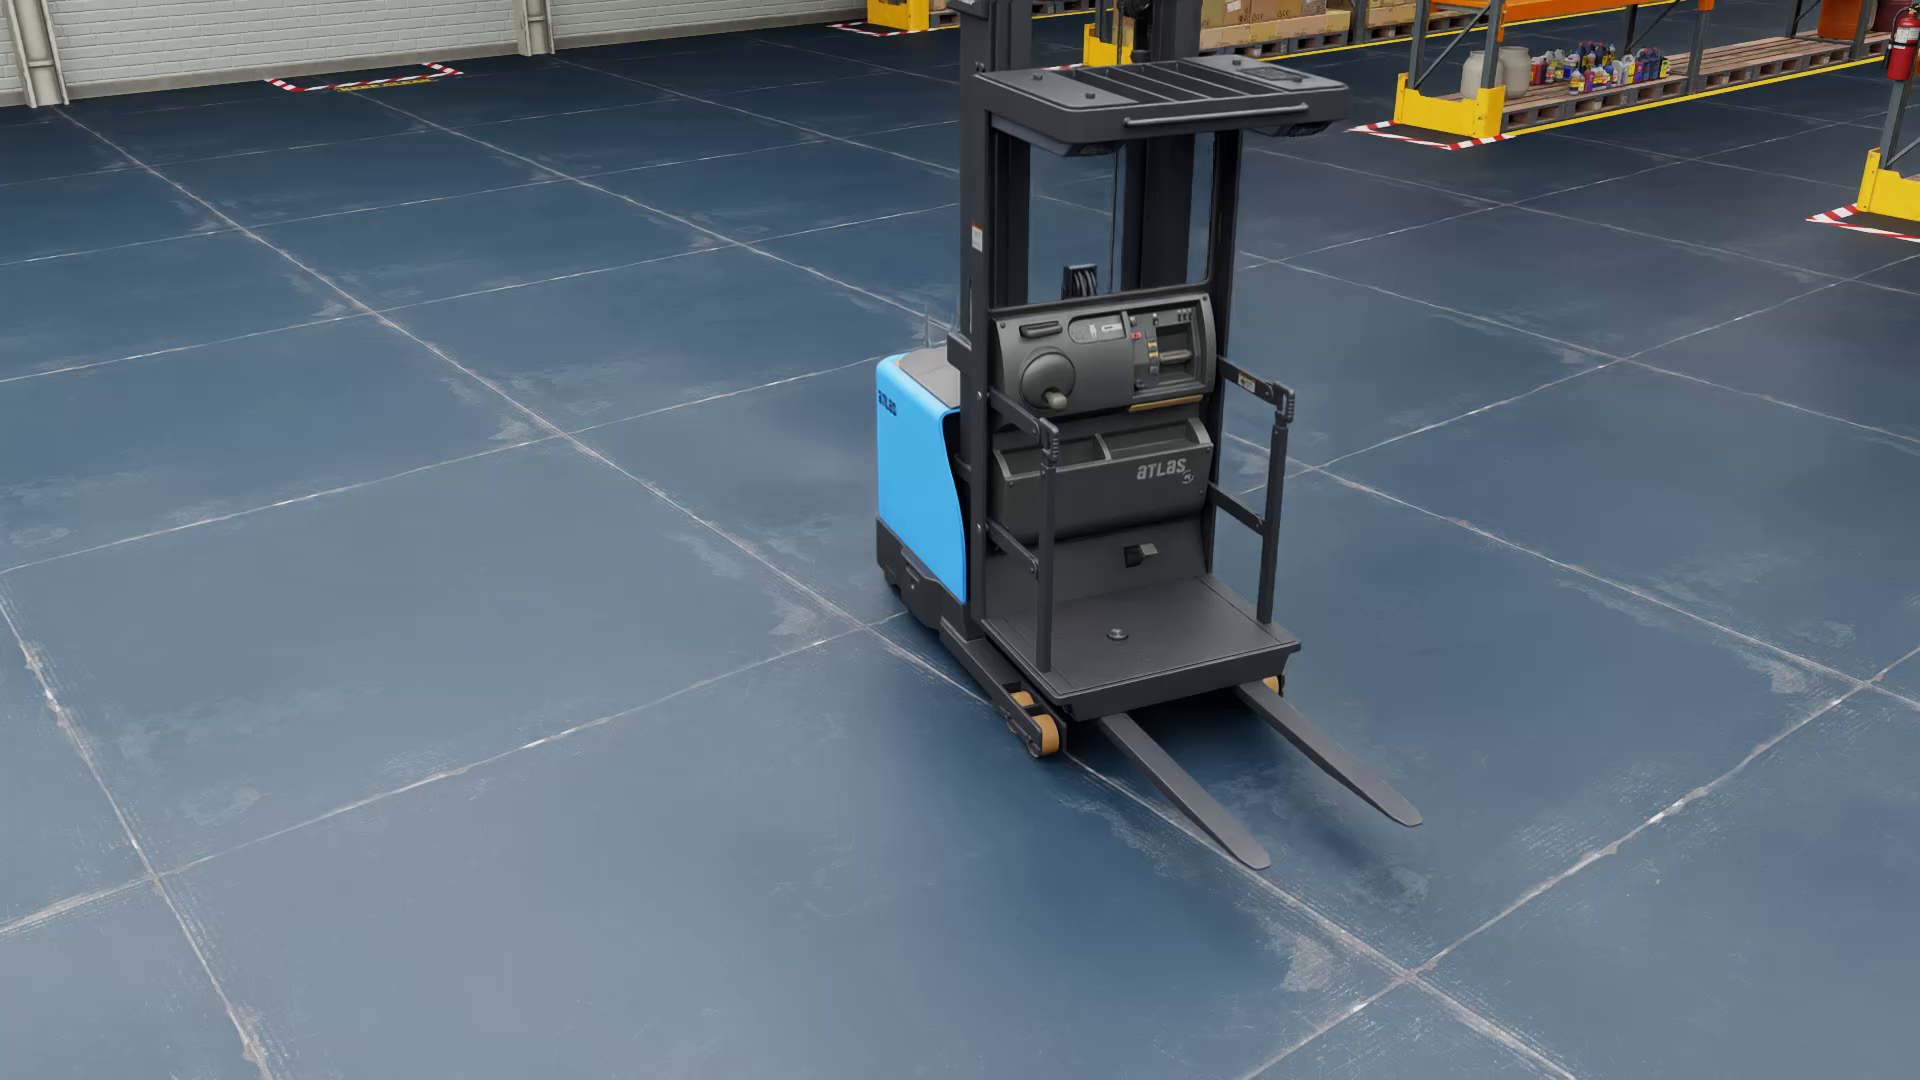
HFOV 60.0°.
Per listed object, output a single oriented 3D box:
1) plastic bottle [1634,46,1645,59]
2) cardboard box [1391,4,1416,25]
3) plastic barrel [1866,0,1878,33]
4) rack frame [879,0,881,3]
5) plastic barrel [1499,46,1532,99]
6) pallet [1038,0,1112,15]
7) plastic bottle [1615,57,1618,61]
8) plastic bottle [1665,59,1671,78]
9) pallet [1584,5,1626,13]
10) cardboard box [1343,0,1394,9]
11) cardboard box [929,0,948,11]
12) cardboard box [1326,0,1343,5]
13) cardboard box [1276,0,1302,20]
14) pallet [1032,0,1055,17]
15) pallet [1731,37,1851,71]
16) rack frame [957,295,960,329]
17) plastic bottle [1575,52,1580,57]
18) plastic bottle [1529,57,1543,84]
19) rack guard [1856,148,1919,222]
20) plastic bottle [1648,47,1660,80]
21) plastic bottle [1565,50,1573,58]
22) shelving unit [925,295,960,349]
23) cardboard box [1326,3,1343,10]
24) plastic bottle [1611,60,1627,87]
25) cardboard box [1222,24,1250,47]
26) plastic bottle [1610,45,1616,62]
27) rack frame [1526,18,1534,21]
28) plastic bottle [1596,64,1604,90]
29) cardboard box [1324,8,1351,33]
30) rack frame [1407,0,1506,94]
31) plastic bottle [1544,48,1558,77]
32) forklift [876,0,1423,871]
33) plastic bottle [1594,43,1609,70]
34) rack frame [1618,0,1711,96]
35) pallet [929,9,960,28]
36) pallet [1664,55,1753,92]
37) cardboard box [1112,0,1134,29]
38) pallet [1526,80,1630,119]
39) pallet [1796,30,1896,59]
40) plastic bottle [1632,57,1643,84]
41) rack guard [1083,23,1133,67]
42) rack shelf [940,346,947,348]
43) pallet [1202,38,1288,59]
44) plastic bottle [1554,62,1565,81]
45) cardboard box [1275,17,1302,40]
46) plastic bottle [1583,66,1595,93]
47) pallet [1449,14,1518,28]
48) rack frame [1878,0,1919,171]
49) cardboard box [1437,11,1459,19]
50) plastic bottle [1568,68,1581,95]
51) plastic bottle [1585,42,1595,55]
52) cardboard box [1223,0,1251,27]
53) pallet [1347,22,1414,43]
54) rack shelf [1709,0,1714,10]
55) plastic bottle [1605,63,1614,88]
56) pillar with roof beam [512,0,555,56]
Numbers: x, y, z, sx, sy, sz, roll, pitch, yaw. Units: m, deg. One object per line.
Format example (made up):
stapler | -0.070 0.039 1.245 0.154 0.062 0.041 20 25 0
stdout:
plastic bottle | 7.861 -5.526 19.218 0.185 0.351 0.144 -18 31 -34
cardboard box | 6.099 -7.483 23.578 0.500 0.250 0.500 -17 30 -33
plastic barrel | 12.190 -7.153 22.556 0.421 0.512 0.421 0 25 0
rack frame | -0.982 -8.986 24.049 0.127 3.000 1.000 -18 31 -34
plastic barrel | 5.997 -5.092 18.116 0.421 0.512 0.421 0 25 0
pallet | 1.659 -8.574 26.474 1.213 0.211 1.003 -18 31 -34
plastic bottle | 7.461 -5.341 18.900 0.133 0.283 0.061 -18 31 -34
plastic bottle | 8.186 -5.476 19.287 0.097 0.201 0.097 0 25 0
pallet | 9.943 -8.656 26.650 1.213 0.211 1.003 -18 31 -34
cardboard box | 5.704 -7.607 23.180 0.500 0.311 0.500 -18 30 -34
cardboard box | -0.382 -8.116 24.845 0.500 0.311 0.500 -23 33 -40
cardboard box | 5.367 -7.783 23.558 0.500 0.311 0.500 -18 31 -34
cardboard box | 4.204 -7.218 22.117 0.500 0.500 0.500 -18 31 -34
pallet | 0.698 -8.255 25.787 1.213 0.211 1.003 -18 31 -34
pallet | 10.793 -6.329 21.636 1.213 0.211 1.003 -18 31 -34
rack frame | 0.055 -0.577 8.067 0.006 1.200 0.240 -16 29 -31
plastic bottle | 7.147 -5.533 19.328 0.097 0.271 0.097 0 25 0
plastic bottle | 6.521 -5.347 18.920 0.135 0.276 0.152 -18 30 -34
rack guard | 8.247 -2.949 14.011 0.348 0.500 1.175 -18 31 -34
plastic bottle | 7.950 -5.478 19.115 0.185 0.351 0.144 -19 31 -35
plastic bottle | 7.084 -5.560 19.371 0.133 0.283 0.061 -17 30 -32
shelving unit | -0.020 -0.555 8.020 0.189 1.200 0.258 -16 29 -31
cardboard box | 5.373 -7.532 23.683 0.500 0.250 0.500 -19 31 -35
plastic bottle | 7.415 -5.270 18.754 0.135 0.276 0.152 -18 30 -33
cardboard box | 3.422 -6.616 21.709 0.500 0.250 0.500 -18 31 -34
plastic bottle | 7.758 -5.768 19.832 0.097 0.271 0.097 0 25 0
rack frame | 8.373 -9.424 24.993 0.127 3.000 1.000 -18 31 -34
plastic bottle | 7.099 -5.149 18.499 0.097 0.271 0.097 0 25 0
cardboard box | 4.995 -7.135 22.829 0.500 0.250 0.500 -18 31 -34
rack frame | 5.131 -5.704 16.977 0.127 3.000 1.000 -18 31 -34
plastic bottle | 6.758 -5.461 19.078 0.185 0.351 0.144 -17 30 -32
forklift | 0.662 -0.695 6.265 1.130 2.935 3.031 -10 27 -21
plastic bottle | 7.477 -5.621 19.423 0.185 0.351 0.144 -18 31 -34
rack frame | 8.279 -6.743 19.216 0.127 3.000 1.000 -18 31 -34
pallet | -0.261 -7.940 25.108 1.213 0.211 1.003 -18 31 -34
pallet | 8.873 -5.695 20.270 1.213 0.211 1.003 -18 31 -34
cardboard box | 2.316 -6.867 21.360 0.500 0.500 0.500 -18 31 -34
pallet | 6.764 -4.999 18.770 1.213 0.211 1.003 -18 31 -34
pallet | 12.021 -6.736 22.513 1.213 0.211 1.003 -18 31 -34
plastic bottle | 7.697 -5.342 18.901 0.133 0.283 0.061 -16 29 -31
rack guard | 2.059 -6.206 21.028 0.348 0.500 1.175 -18 31 -34
rack shelf | -0.020 -0.841 7.887 0.180 0.103 0.258 -16 29 -31
pallet | 3.613 -6.609 22.239 1.213 0.211 1.003 -18 31 -34
plastic bottle | 6.867 -5.365 19.048 0.097 0.201 0.097 0 25 0
cardboard box | 4.211 -6.874 22.266 0.500 0.250 0.500 -18 31 -34
plastic bottle | 6.940 -5.092 18.363 0.133 0.283 0.061 -18 30 -33
pallet | 7.701 -7.958 25.147 1.213 0.211 1.003 -18 31 -34
rack frame | 8.188 -4.063 13.442 0.127 3.000 1.000 -18 31 -34
cardboard box | 6.906 -7.751 24.154 0.500 0.250 0.500 -18 30 -33
plastic bottle | 6.750 -5.034 18.251 0.097 0.271 0.097 0 25 0
plastic bottle | 7.388 -5.669 19.526 0.185 0.351 0.144 -17 30 -33
cardboard box | 3.415 -6.960 21.559 0.500 0.500 0.500 -18 31 -34
pallet | 5.781 -7.324 23.781 1.213 0.211 1.003 -18 31 -34
rack shelf | 9.853 -6.936 20.487 4.000 0.370 1.077 -18 31 -34
plastic bottle | 7.258 -5.201 18.613 0.097 0.271 0.097 0 25 0
pillar with roof beam | -3.030 -9.191 17.364 0.400 9.000 9.100 -18 31 -34
